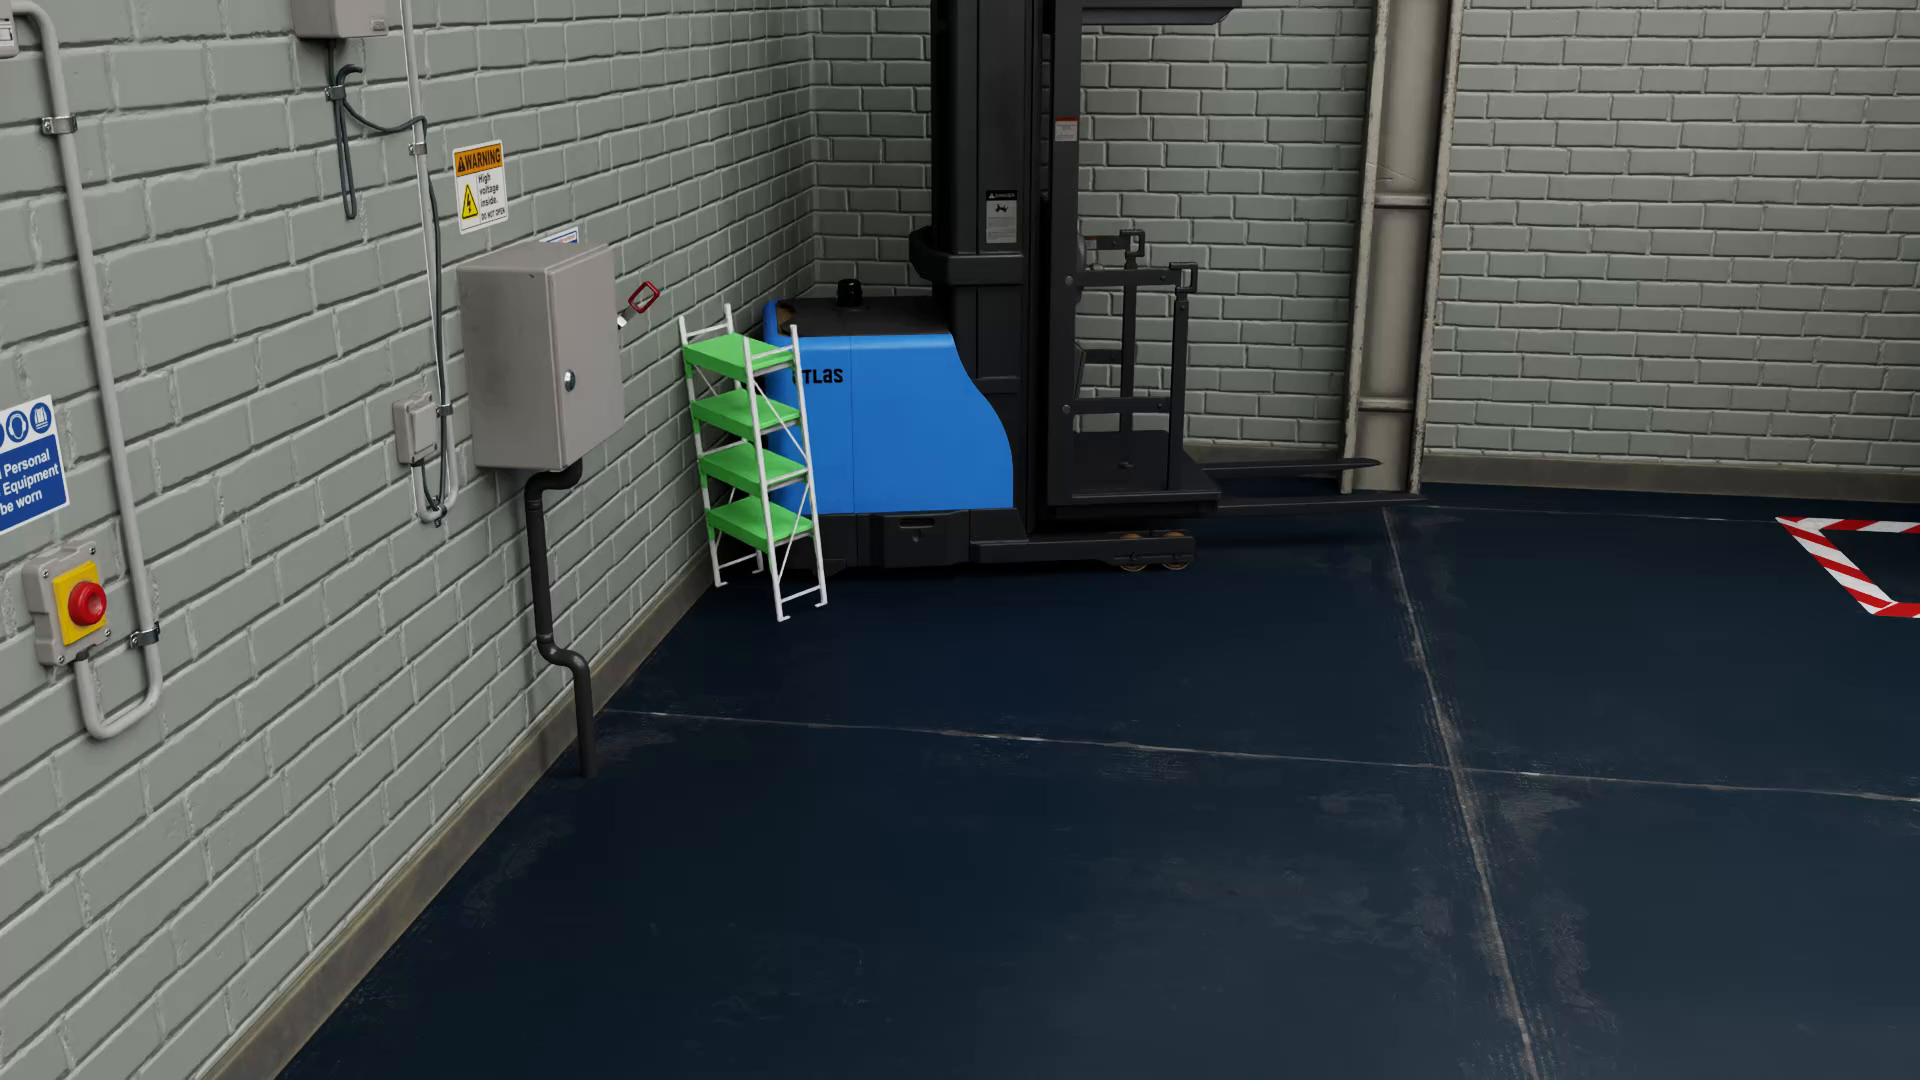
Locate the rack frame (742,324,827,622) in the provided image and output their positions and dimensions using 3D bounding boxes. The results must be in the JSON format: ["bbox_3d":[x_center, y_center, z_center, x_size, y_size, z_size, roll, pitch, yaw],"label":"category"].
[{"bbox_3d":[-0.692,-0.251,6.625,0.240,1.200,0.015,-21,28,-34],"label":"rack frame"}]

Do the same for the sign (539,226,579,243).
[{"bbox_3d":[-1.318,-0.775,5.542,0.001,0.494,0.329,3,19,9],"label":"sign"}]

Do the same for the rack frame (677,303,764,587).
[{"bbox_3d":[-0.997,-0.383,6.982,0.240,1.200,0.015,-21,28,-34],"label":"rack frame"}]

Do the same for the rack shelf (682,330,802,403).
[{"bbox_3d":[-0.873,-0.698,6.639,0.258,0.148,0.480,-21,28,-34],"label":"rack shelf"}]

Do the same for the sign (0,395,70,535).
[{"bbox_3d":[-1.737,-0.120,3.009,0.001,0.218,0.327,3,19,9],"label":"sign"}]

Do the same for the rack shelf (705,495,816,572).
[{"bbox_3d":[-0.824,-0.039,6.924,0.258,0.148,0.480,-21,28,-34],"label":"rack shelf"}]

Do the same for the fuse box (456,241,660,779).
[{"bbox_3d":[-1.192,-0.044,5.237,0.414,1.711,0.539,3,19,9],"label":"fuse box"}]

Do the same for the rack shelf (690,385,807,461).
[{"bbox_3d":[-0.857,-0.478,6.734,0.258,0.148,0.480,-21,28,-34],"label":"rack shelf"}]

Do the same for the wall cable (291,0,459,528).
[{"bbox_3d":[-1.455,-0.931,4.257,0.122,1.984,0.588,3,19,9],"label":"wall cable"}]

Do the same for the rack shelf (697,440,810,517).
[{"bbox_3d":[-0.840,-0.259,6.829,0.258,0.148,0.480,-21,28,-34],"label":"rack shelf"}]

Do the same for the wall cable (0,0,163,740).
[{"bbox_3d":[-1.669,-0.501,2.922,0.123,1.953,0.585,3,19,9],"label":"wall cable"}]

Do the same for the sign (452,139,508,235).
[{"bbox_3d":[-1.405,-1.040,4.881,0.001,0.242,0.339,3,19,9],"label":"sign"}]

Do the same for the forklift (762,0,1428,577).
[{"bbox_3d":[0.619,-1.414,7.409,3.031,2.935,1.130,-2,19,-7],"label":"forklift"}]

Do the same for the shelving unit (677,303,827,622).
[{"bbox_3d":[-0.845,-0.317,6.804,0.258,1.200,0.503,-21,28,-34],"label":"shelving unit"}]

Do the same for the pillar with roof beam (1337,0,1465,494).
[{"bbox_3d":[1.484,-3.197,3.177,0.400,9.000,9.100,3,19,9],"label":"pillar with roof beam"}]
